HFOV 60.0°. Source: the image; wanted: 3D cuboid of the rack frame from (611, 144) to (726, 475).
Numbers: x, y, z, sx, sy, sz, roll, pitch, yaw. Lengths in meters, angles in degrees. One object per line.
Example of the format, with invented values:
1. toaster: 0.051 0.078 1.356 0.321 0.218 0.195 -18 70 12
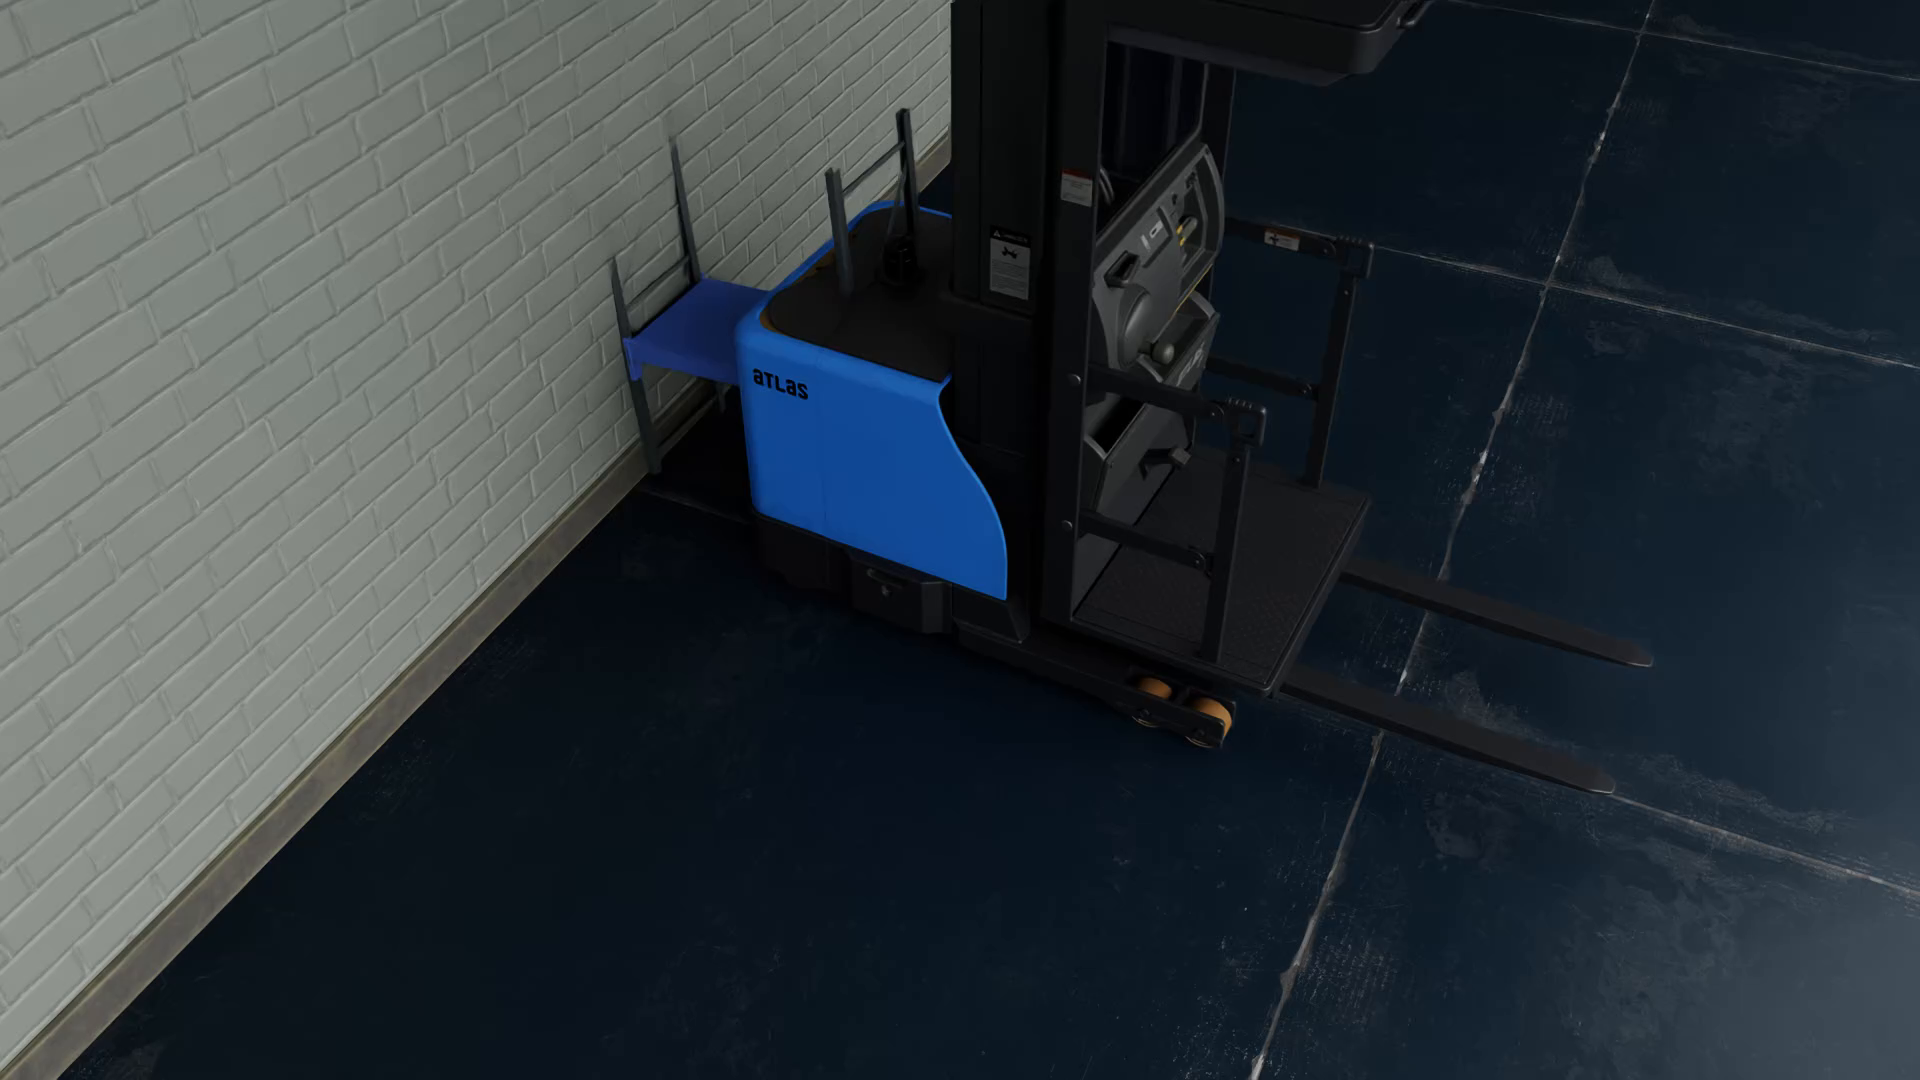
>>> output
1. rack frame: -1.144 -0.964 6.264 0.032 1.500 0.500 15 43 23

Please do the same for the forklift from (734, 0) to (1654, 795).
1. forklift: 0.788 -0.827 4.966 3.031 2.935 1.130 19 44 21

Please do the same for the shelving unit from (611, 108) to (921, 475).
1. shelving unit: -0.695 -0.839 6.061 1.048 1.500 0.538 15 43 23

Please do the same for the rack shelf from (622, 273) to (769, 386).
1. rack shelf: -0.682 -0.700 6.174 1.000 0.185 0.538 15 43 23

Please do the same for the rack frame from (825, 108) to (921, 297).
1. rack frame: -0.245 -0.715 5.859 0.032 1.500 0.500 15 43 23
